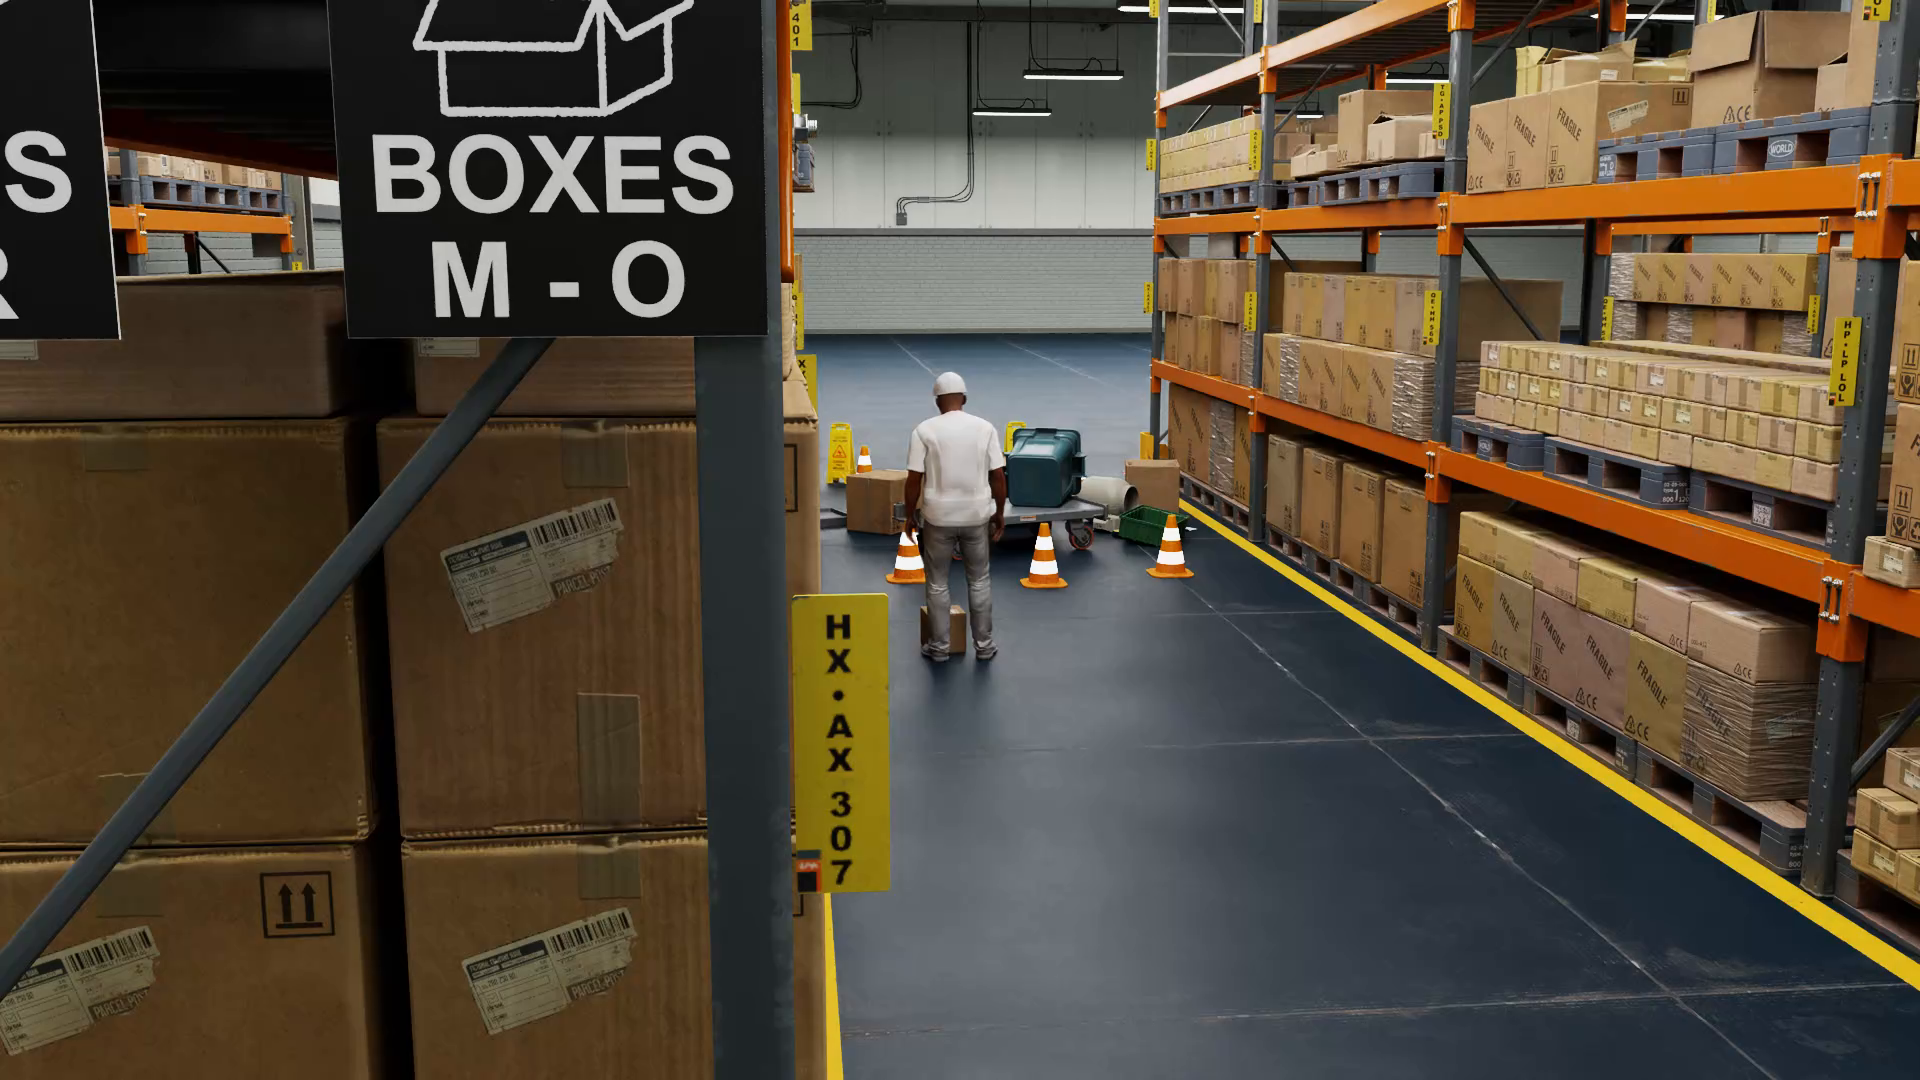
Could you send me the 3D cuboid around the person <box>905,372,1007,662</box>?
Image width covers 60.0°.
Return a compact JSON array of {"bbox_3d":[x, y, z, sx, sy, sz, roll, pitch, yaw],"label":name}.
[{"bbox_3d":[-0.029,-0.141,10.164,0.627,1.757,0.461,-2,10,-9],"label":"person"}]
